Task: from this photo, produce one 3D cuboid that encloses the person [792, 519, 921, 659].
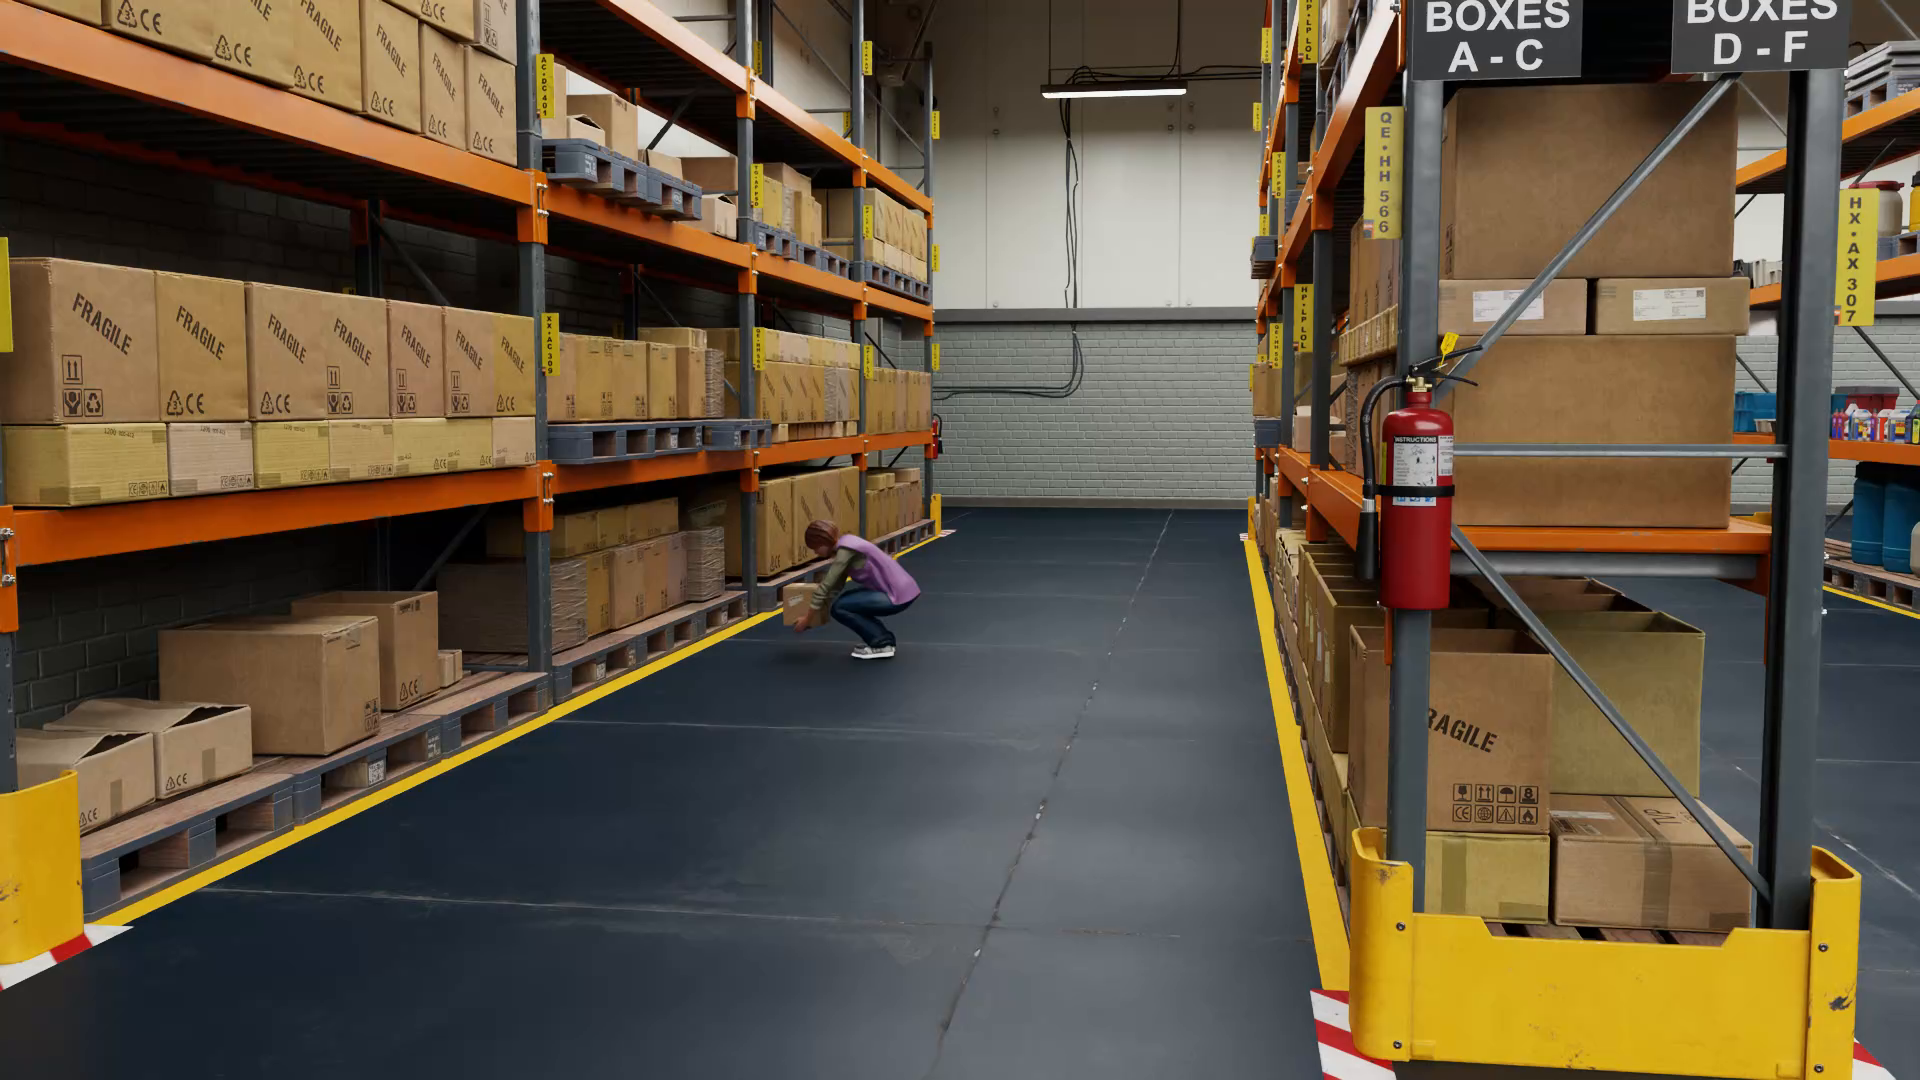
[{"bbox_3d":[-0.662,0.318,10.714,0.811,0.873,0.458,1,5,9],"label":"person"}]
